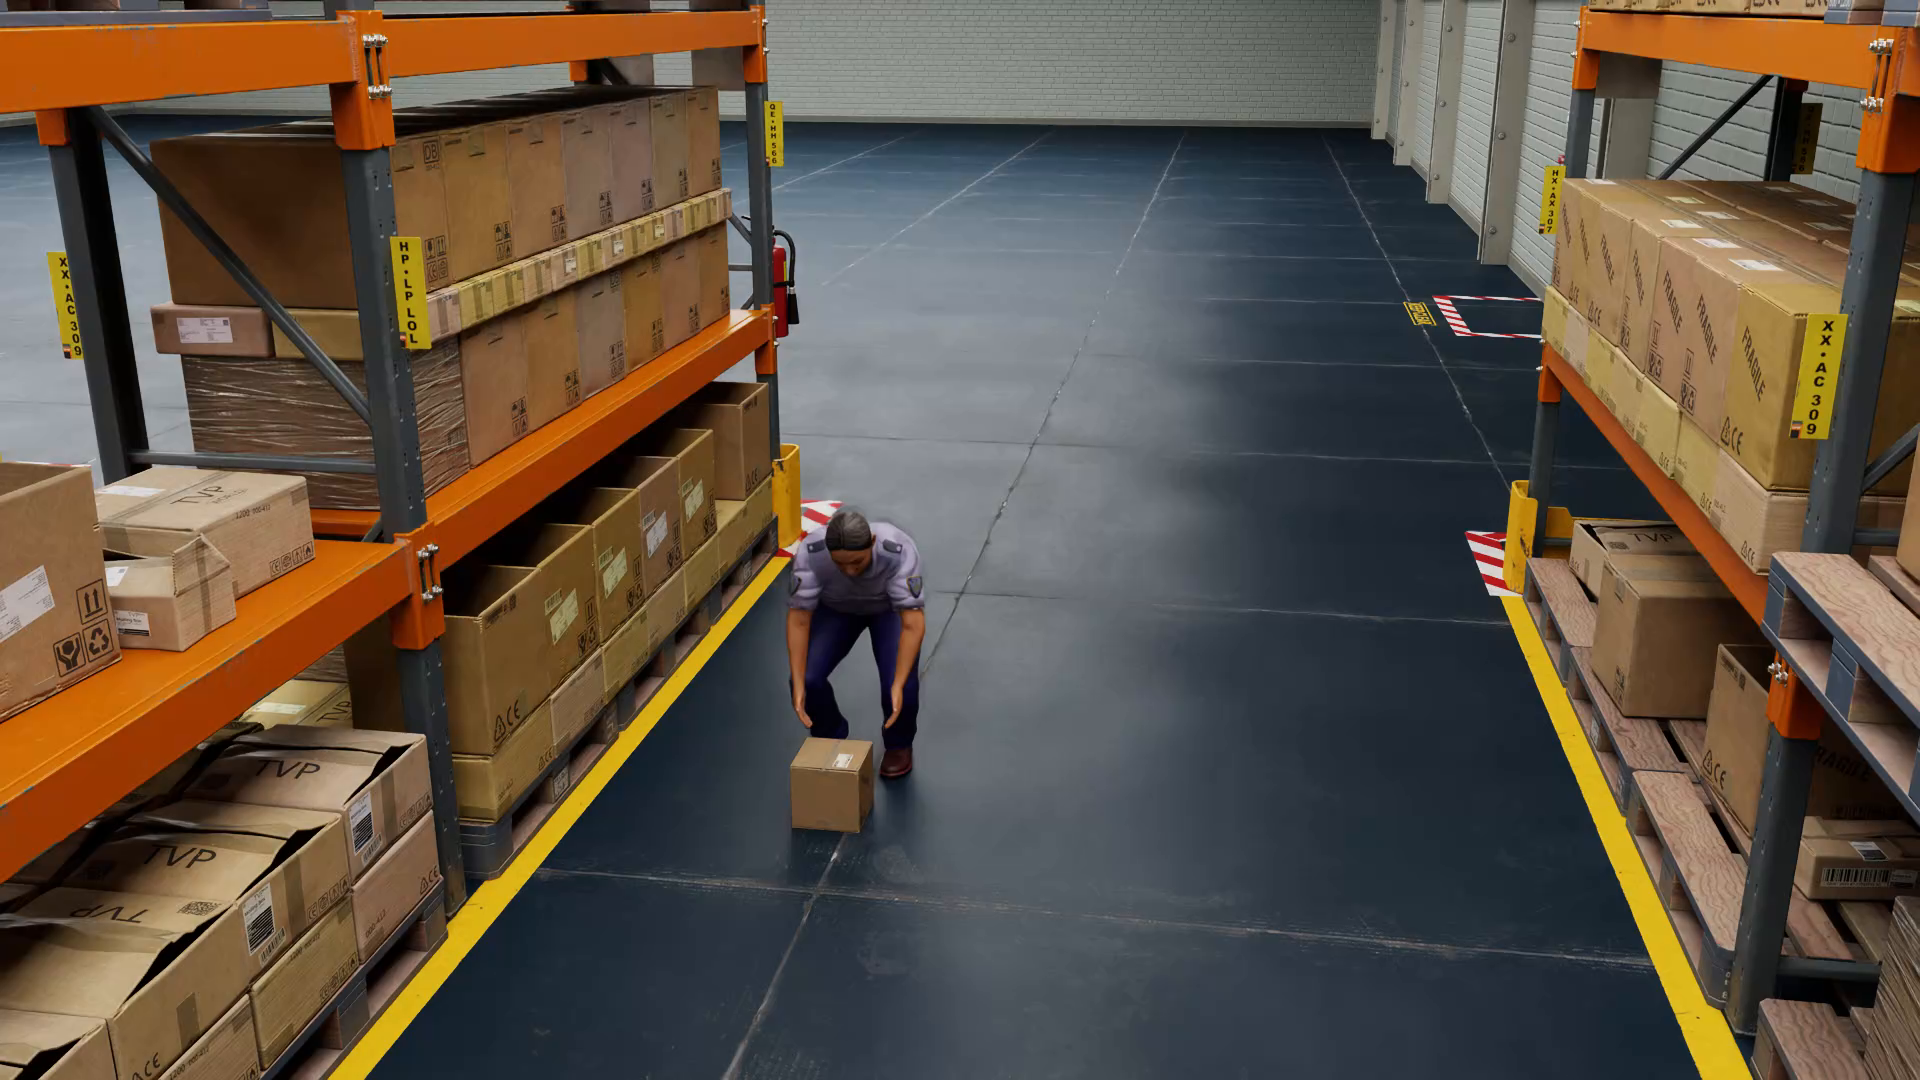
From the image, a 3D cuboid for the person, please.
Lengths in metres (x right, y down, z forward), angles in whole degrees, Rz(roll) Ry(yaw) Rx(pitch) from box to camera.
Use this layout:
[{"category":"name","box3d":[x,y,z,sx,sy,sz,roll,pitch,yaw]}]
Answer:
[{"category":"person","box3d":[-0.365,0.355,6.321,0.535,1.138,0.762,3,18,9]}]
